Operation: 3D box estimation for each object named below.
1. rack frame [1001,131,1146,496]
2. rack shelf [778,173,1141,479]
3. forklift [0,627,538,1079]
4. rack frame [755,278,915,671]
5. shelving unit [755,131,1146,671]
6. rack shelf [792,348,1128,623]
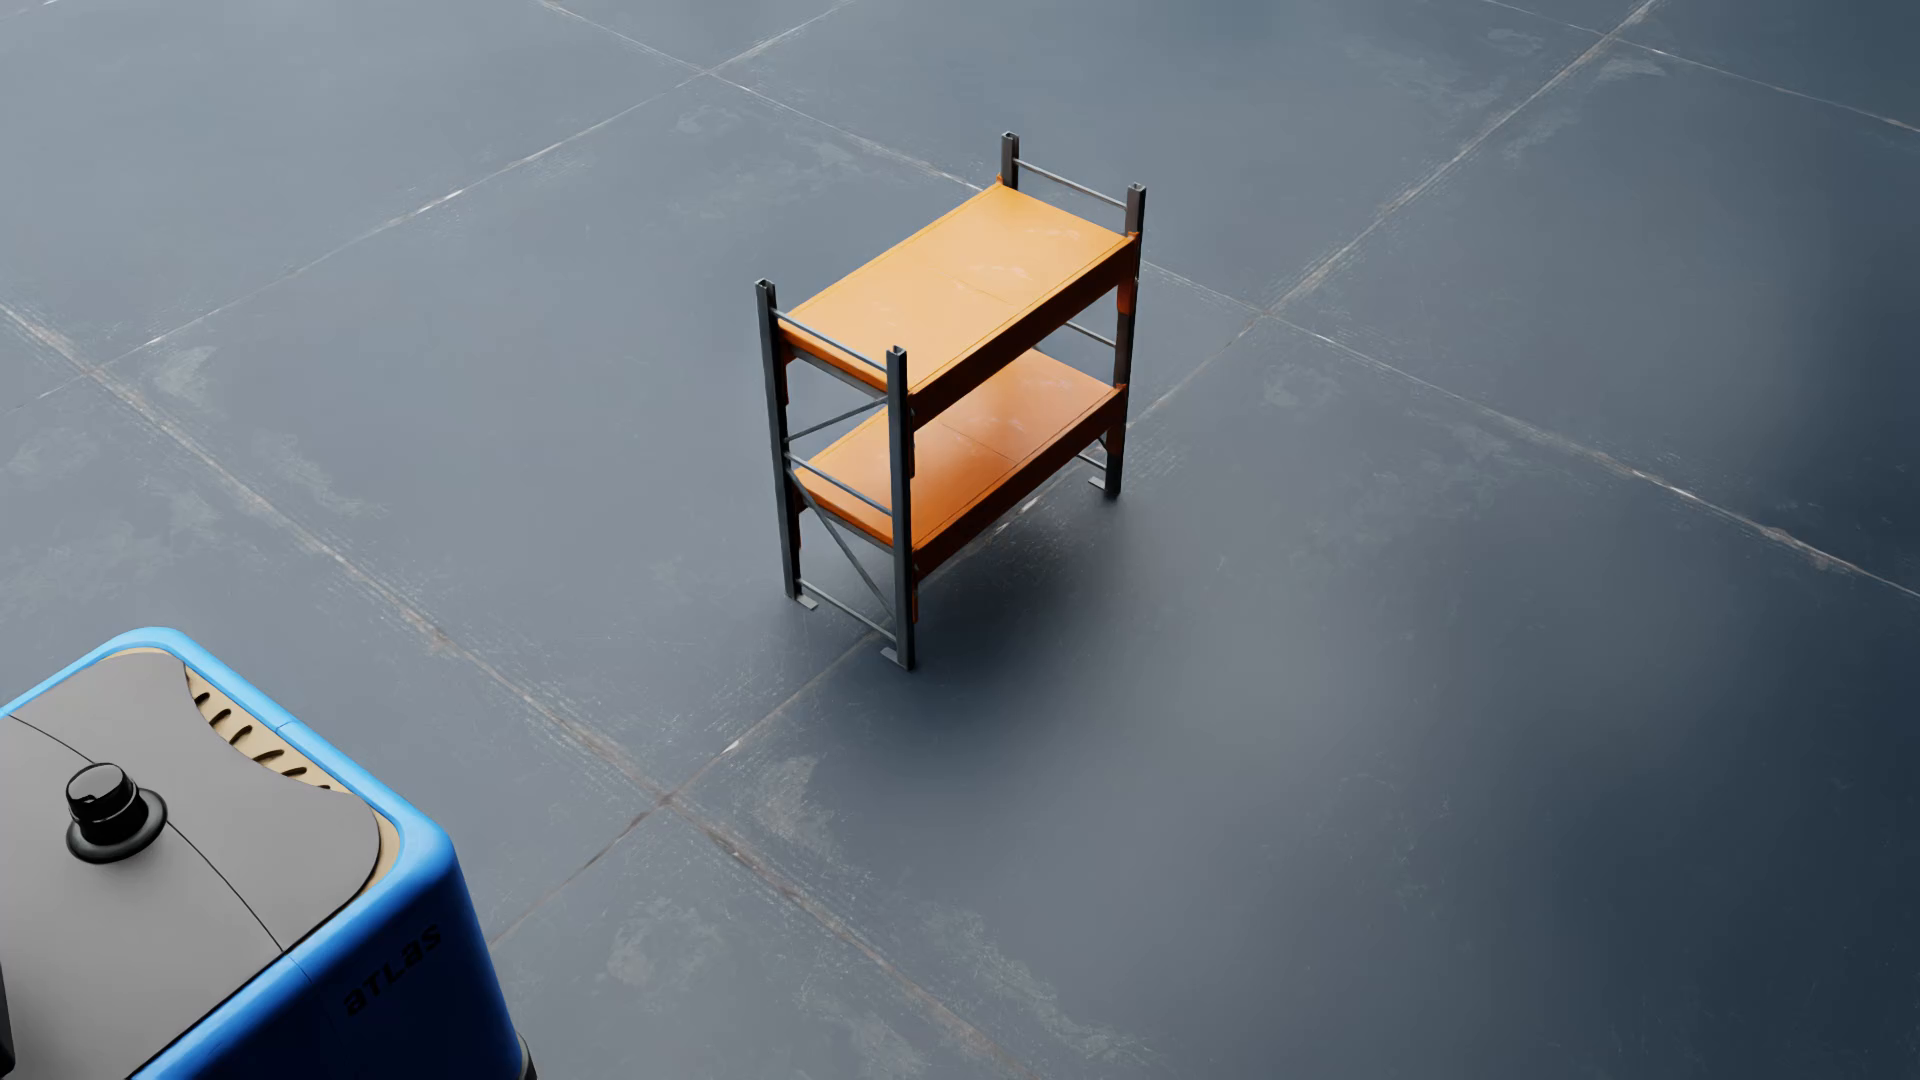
[{"bbox_3d":[0.323,-0.674,5.156,0.500,1.125,0.032,29,50,28],"label":"rack frame"},{"bbox_3d":[-0.004,-0.629,4.671,0.538,0.278,1.000,29,50,28],"label":"rack shelf"},{"bbox_3d":[-2.219,0.849,2.138,1.130,2.935,3.031,27,49,27],"label":"forklift"},{"bbox_3d":[-0.332,-0.151,4.580,0.500,1.125,0.032,29,50,28],"label":"rack frame"},{"bbox_3d":[-0.004,-0.413,4.868,0.538,1.125,1.048,29,50,28],"label":"shelving unit"},{"bbox_3d":[-0.004,-0.232,5.032,0.538,0.278,1.000,29,50,28],"label":"rack shelf"}]
